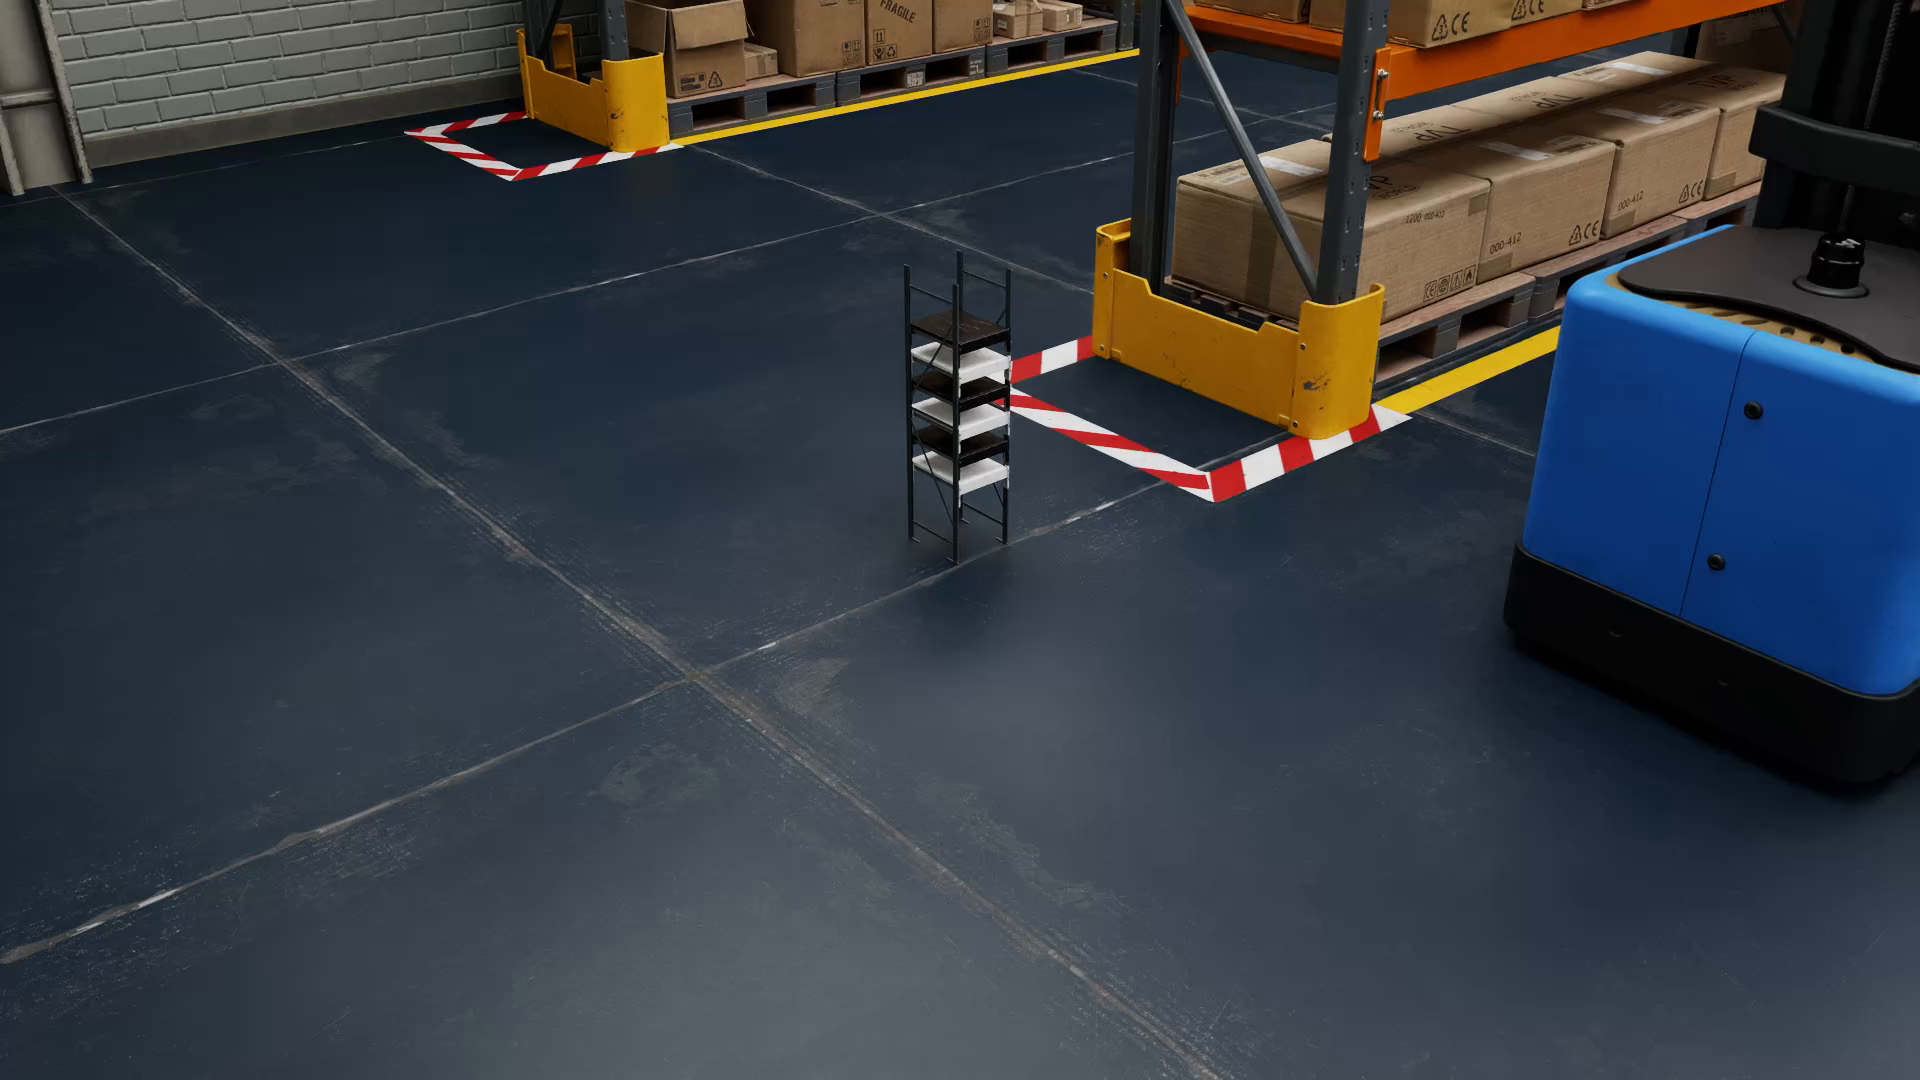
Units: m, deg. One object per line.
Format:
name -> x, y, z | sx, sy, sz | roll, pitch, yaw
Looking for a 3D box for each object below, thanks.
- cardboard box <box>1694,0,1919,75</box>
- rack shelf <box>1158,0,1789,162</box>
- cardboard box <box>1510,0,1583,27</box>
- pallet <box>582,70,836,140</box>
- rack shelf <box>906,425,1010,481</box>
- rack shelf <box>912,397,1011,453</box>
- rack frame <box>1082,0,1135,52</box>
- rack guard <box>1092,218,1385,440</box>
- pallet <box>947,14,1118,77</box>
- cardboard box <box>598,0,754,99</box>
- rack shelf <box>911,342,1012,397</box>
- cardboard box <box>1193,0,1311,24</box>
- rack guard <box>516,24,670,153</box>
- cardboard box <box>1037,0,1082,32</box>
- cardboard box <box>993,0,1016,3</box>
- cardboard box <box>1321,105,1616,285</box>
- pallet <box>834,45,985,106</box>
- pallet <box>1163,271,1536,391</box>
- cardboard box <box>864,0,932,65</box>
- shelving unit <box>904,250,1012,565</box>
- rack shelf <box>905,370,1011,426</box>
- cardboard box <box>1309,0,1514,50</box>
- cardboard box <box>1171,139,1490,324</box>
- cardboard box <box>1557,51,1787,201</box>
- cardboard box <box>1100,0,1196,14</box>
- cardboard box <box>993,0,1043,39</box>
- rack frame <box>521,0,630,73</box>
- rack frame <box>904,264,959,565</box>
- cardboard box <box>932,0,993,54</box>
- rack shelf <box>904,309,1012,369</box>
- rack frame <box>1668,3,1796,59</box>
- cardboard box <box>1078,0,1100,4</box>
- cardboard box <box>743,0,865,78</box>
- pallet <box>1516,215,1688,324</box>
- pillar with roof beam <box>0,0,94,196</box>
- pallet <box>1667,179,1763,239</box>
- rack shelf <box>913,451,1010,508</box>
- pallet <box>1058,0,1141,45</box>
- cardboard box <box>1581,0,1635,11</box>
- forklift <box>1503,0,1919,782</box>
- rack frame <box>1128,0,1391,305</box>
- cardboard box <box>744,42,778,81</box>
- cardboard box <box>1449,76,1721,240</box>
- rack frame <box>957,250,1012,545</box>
cardboard box -> 4.493, -2.625, 8.788 | 0.875, 0.875, 0.875 | -21, 34, -33
rack shelf -> 2.551, -2.229, 7.002 | 4.000, 0.370, 1.077 | -22, 35, -35
cardboard box -> 1.948, -2.187, 6.055 | 0.500, 0.500, 0.500 | -22, 35, -36
pallet -> -1.531, -2.751, 10.174 | 1.213, 0.211, 1.003 | -22, 35, -35
rack shelf -> -0.006, -0.286, 5.091 | 0.200, 0.077, 0.258 | -22, 35, -35
rack shelf -> -0.006, -0.365, 5.049 | 0.200, 0.077, 0.258 | -22, 35, -35
rack frame -> 0.848, -4.937, 11.306 | 0.127, 3.000, 1.000 | -22, 35, -35
rack guard -> 1.012, -0.825, 6.263 | 0.348, 0.500, 1.175 | -22, 35, -35
pallet -> 0.325, -3.497, 11.571 | 1.213, 0.211, 1.003 | -22, 35, -35
cardboard box -> -1.668, -2.951, 9.792 | 0.637, 0.503, 0.797 | -24, 36, -37
rack shelf -> -0.006, -0.524, 4.964 | 0.200, 0.077, 0.258 | -22, 35, -35
cardboard box -> 1.225, -2.221, 6.118 | 0.500, 0.500, 0.500 | -22, 35, -35
rack guard -> -2.137, -2.634, 9.649 | 0.348, 0.500, 1.175 | -22, 35, -35
cardboard box -> 0.615, -3.589, 11.363 | 0.250, 0.149, 0.380 | -23, 36, -36
cardboard box -> 0.192, -3.819, 11.621 | 0.500, 0.311, 0.500 | -20, 34, -33
cardboard box -> 2.158, -1.511, 7.167 | 0.875, 0.438, 0.875 | -21, 34, -34
pallet -> -0.603, -3.122, 10.869 | 1.213, 0.211, 1.003 | -22, 35, -35
pallet -> 1.587, -0.977, 6.855 | 1.213, 0.211, 1.003 | -22, 35, -35
cardboard box -> -0.525, -3.323, 10.491 | 0.500, 0.500, 0.500 | -21, 35, -34
shelving unit -> -0.006, -0.394, 5.033 | 0.210, 0.900, 0.258 | -22, 35, -35
rack shelf -> -0.006, -0.444, 5.007 | 0.200, 0.077, 0.258 | -22, 35, -35
cardboard box -> 1.581, -2.023, 5.746 | 0.500, 0.500, 0.500 | -22, 35, -35
cardboard box -> 1.467, -1.228, 6.638 | 0.875, 0.438, 0.875 | -23, 36, -37
cardboard box -> 3.526, -2.060, 8.195 | 0.875, 0.438, 0.875 | -22, 35, -36
cardboard box -> 1.363, -4.087, 11.922 | 0.500, 0.500, 0.500 | -20, 34, -33
cardboard box -> 0.344, -3.531, 11.131 | 0.258, 0.266, 0.396 | -20, 34, -33
rack frame -> -2.194, -3.713, 9.016 | 0.127, 3.000, 1.000 | -22, 35, -35
rack frame -> -0.084, -0.363, 4.975 | 0.006, 0.900, 0.240 | -22, 35, -35
cardboard box -> -0.202, -3.514, 10.850 | 0.500, 0.500, 0.700 | -23, 36, -37
rack shelf -> -0.006, -0.603, 4.922 | 0.200, 0.077, 0.258 | -22, 35, -35
rack frame -> 4.073, -3.158, 7.978 | 0.127, 3.000, 1.000 | -22, 35, -35
cardboard box -> 1.030, -4.276, 12.275 | 0.500, 0.500, 0.500 | -22, 35, -35
cardboard box -> -0.992, -3.197, 10.256 | 0.500, 0.500, 0.700 | -20, 34, -33
pallet -> 2.515, -1.349, 7.550 | 1.213, 0.211, 1.003 | -22, 35, -35
pillar with roof beam -> -2.037, -4.314, 3.775 | 0.400, 9.000, 9.100 | -22, 35, -35
pallet -> 3.444, -1.724, 8.252 | 1.213, 0.211, 1.003 | -22, 35, -35
rack shelf -> -0.006, -0.206, 5.134 | 0.200, 0.077, 0.258 | -22, 35, -35
pallet -> 1.443, -3.969, 12.454 | 1.213, 0.211, 1.003 | -22, 35, -35
cardboard box -> 2.347, -2.337, 6.334 | 0.500, 0.500, 0.500 | -22, 35, -35
forklift -> 2.990, -1.267, 4.511 | 3.031, 2.935, 1.130 | -21, 35, -34
rack frame -> 1.030, -1.935, 5.688 | 0.127, 3.000, 1.000 | -22, 35, -35
cardboard box -> -1.319, -2.910, 10.093 | 0.250, 0.149, 0.380 | -24, 36, -37
cardboard box -> 2.845, -1.786, 7.682 | 0.875, 0.438, 0.875 | -23, 36, -36
rack frame -> 0.071, -0.426, 5.091 | 0.006, 0.900, 0.240 | -22, 35, -35
